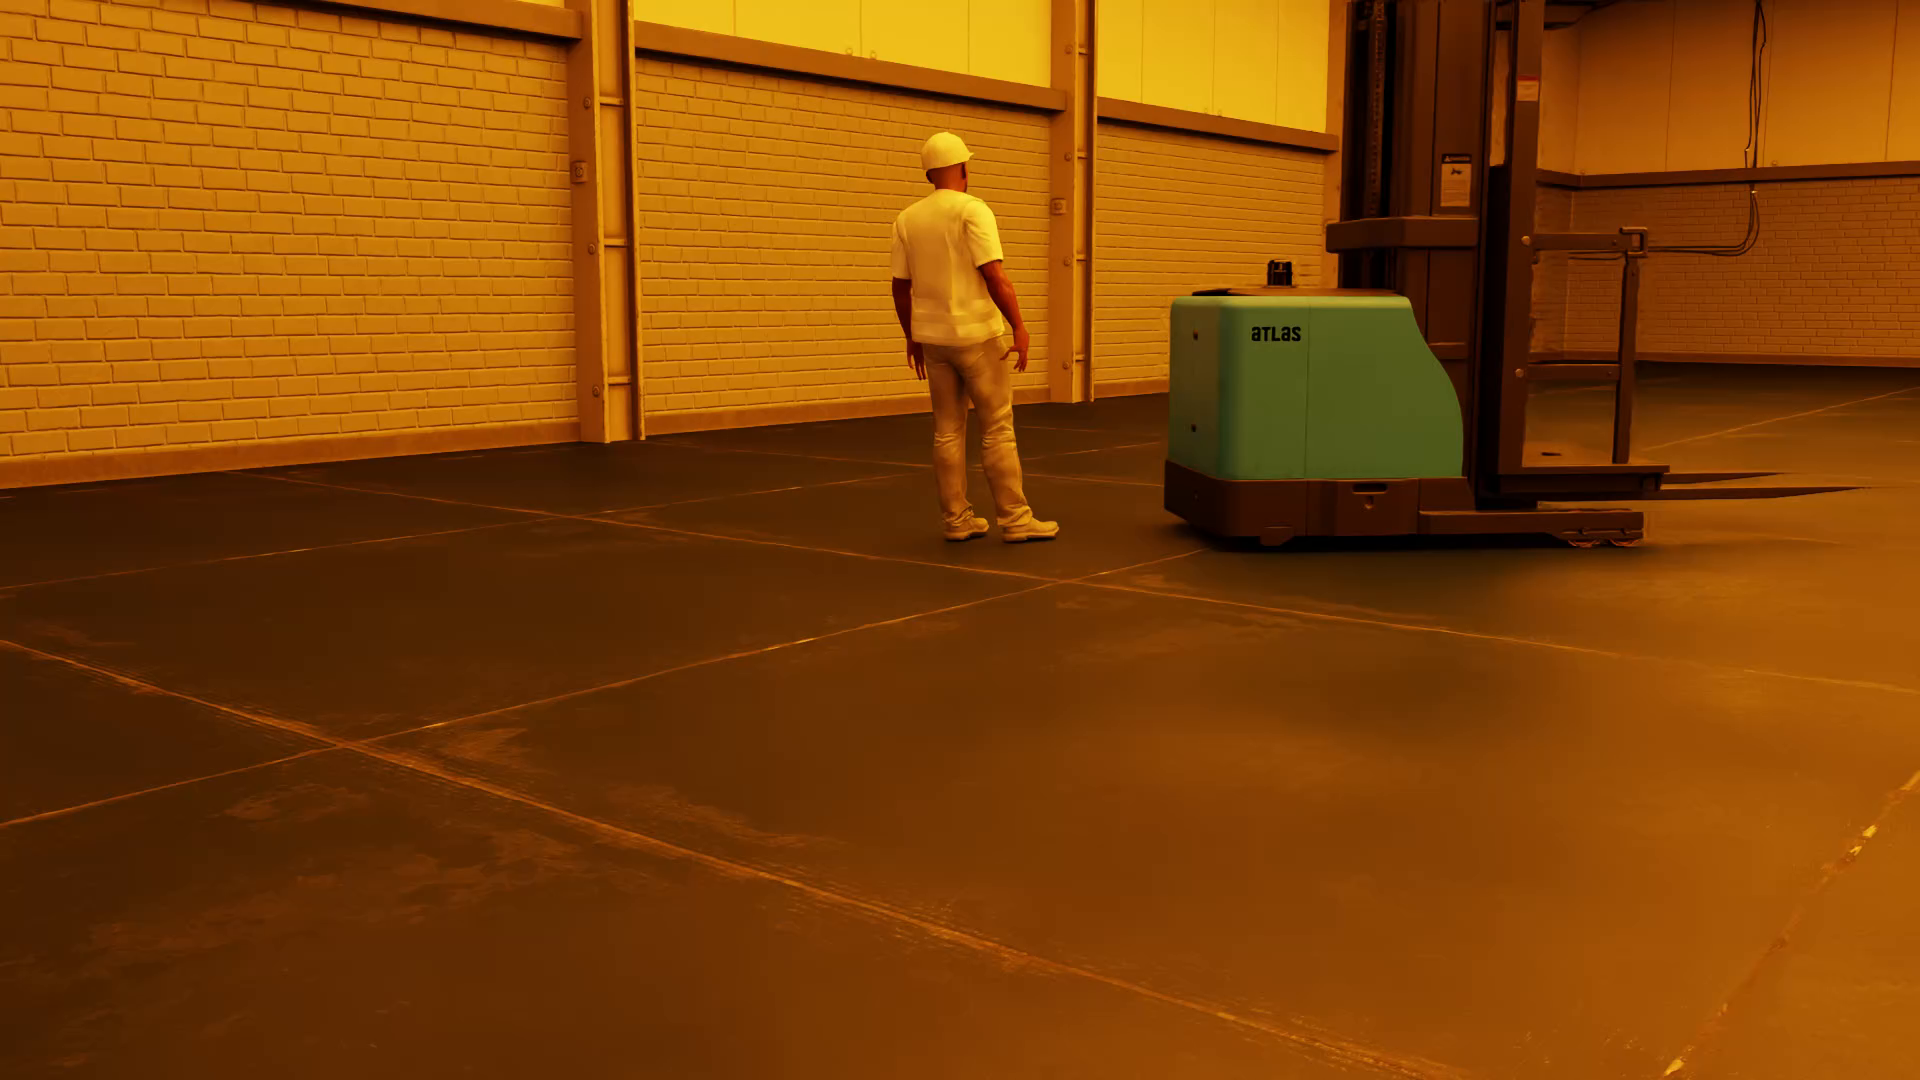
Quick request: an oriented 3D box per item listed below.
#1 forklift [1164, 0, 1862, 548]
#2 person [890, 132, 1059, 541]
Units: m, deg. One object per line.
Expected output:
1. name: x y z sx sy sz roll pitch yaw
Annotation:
1. forklift: 2.527 -1.490 7.467 3.031 2.935 1.130 -1 8 -7
2. person: 0.048 -0.888 7.326 0.666 1.765 0.577 7 11 38
